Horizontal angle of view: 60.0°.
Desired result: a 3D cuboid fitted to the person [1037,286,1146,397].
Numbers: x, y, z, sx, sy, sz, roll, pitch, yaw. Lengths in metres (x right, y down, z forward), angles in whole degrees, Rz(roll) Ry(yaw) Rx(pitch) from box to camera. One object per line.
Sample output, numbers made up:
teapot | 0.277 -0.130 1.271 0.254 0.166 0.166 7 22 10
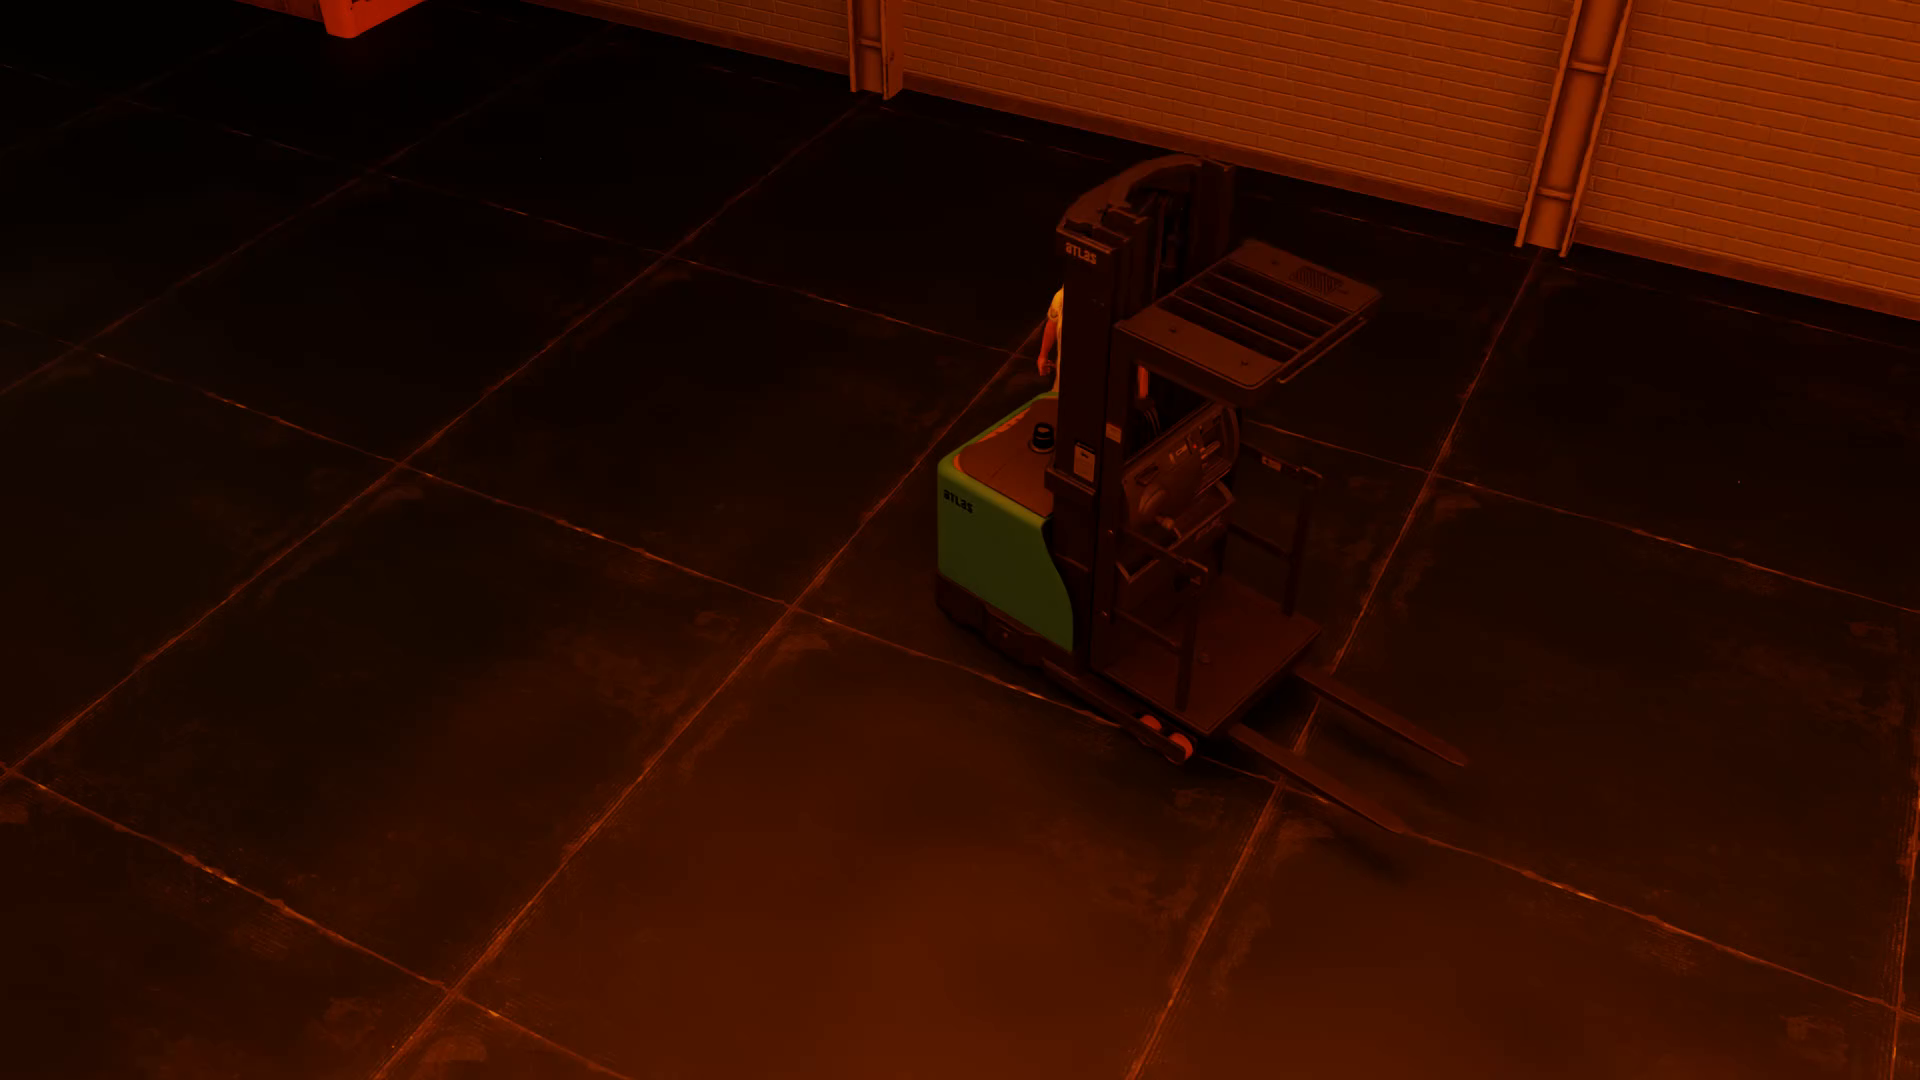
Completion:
person | 0.816 -0.972 10.083 0.861 1.717 0.423 21 44 23

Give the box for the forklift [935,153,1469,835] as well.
forklift | 1.284 -0.315 8.361 3.031 2.935 1.130 30 49 31
